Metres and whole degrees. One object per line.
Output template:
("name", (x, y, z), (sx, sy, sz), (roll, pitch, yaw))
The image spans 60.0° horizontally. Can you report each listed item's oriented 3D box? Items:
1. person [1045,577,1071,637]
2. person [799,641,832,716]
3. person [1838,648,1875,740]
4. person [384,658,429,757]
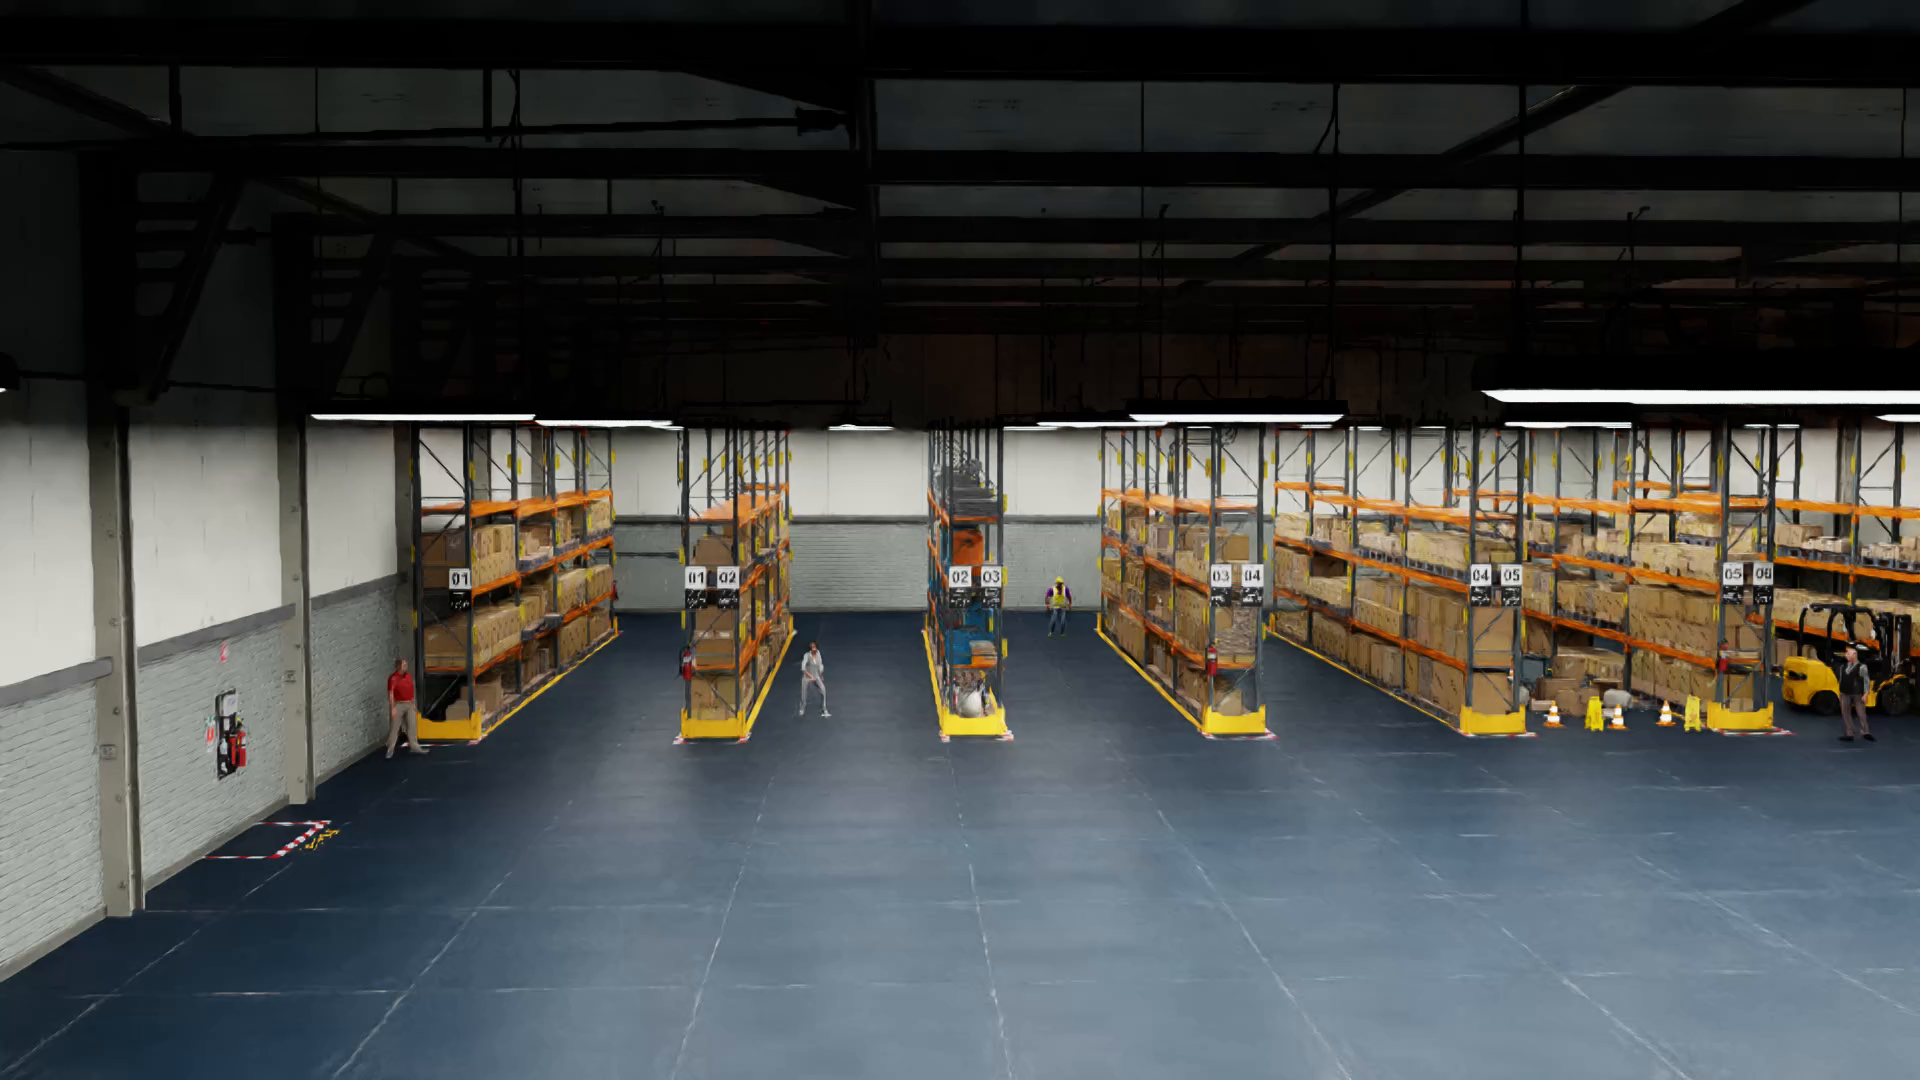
("person", (2.730, 1.864, 46.162), (0.719, 1.714, 0.578), (0, 4, -4))
("person", (-2.954, 2.772, 33.344), (0.568, 1.535, 0.739), (-2, 4, -24))
("person", (16.630, 2.861, 30.866), (0.544, 1.714, 0.631), (-2, 4, -31))
("person", (-9.806, 2.937, 29.295), (0.519, 1.722, 0.728), (2, 4, 28))
